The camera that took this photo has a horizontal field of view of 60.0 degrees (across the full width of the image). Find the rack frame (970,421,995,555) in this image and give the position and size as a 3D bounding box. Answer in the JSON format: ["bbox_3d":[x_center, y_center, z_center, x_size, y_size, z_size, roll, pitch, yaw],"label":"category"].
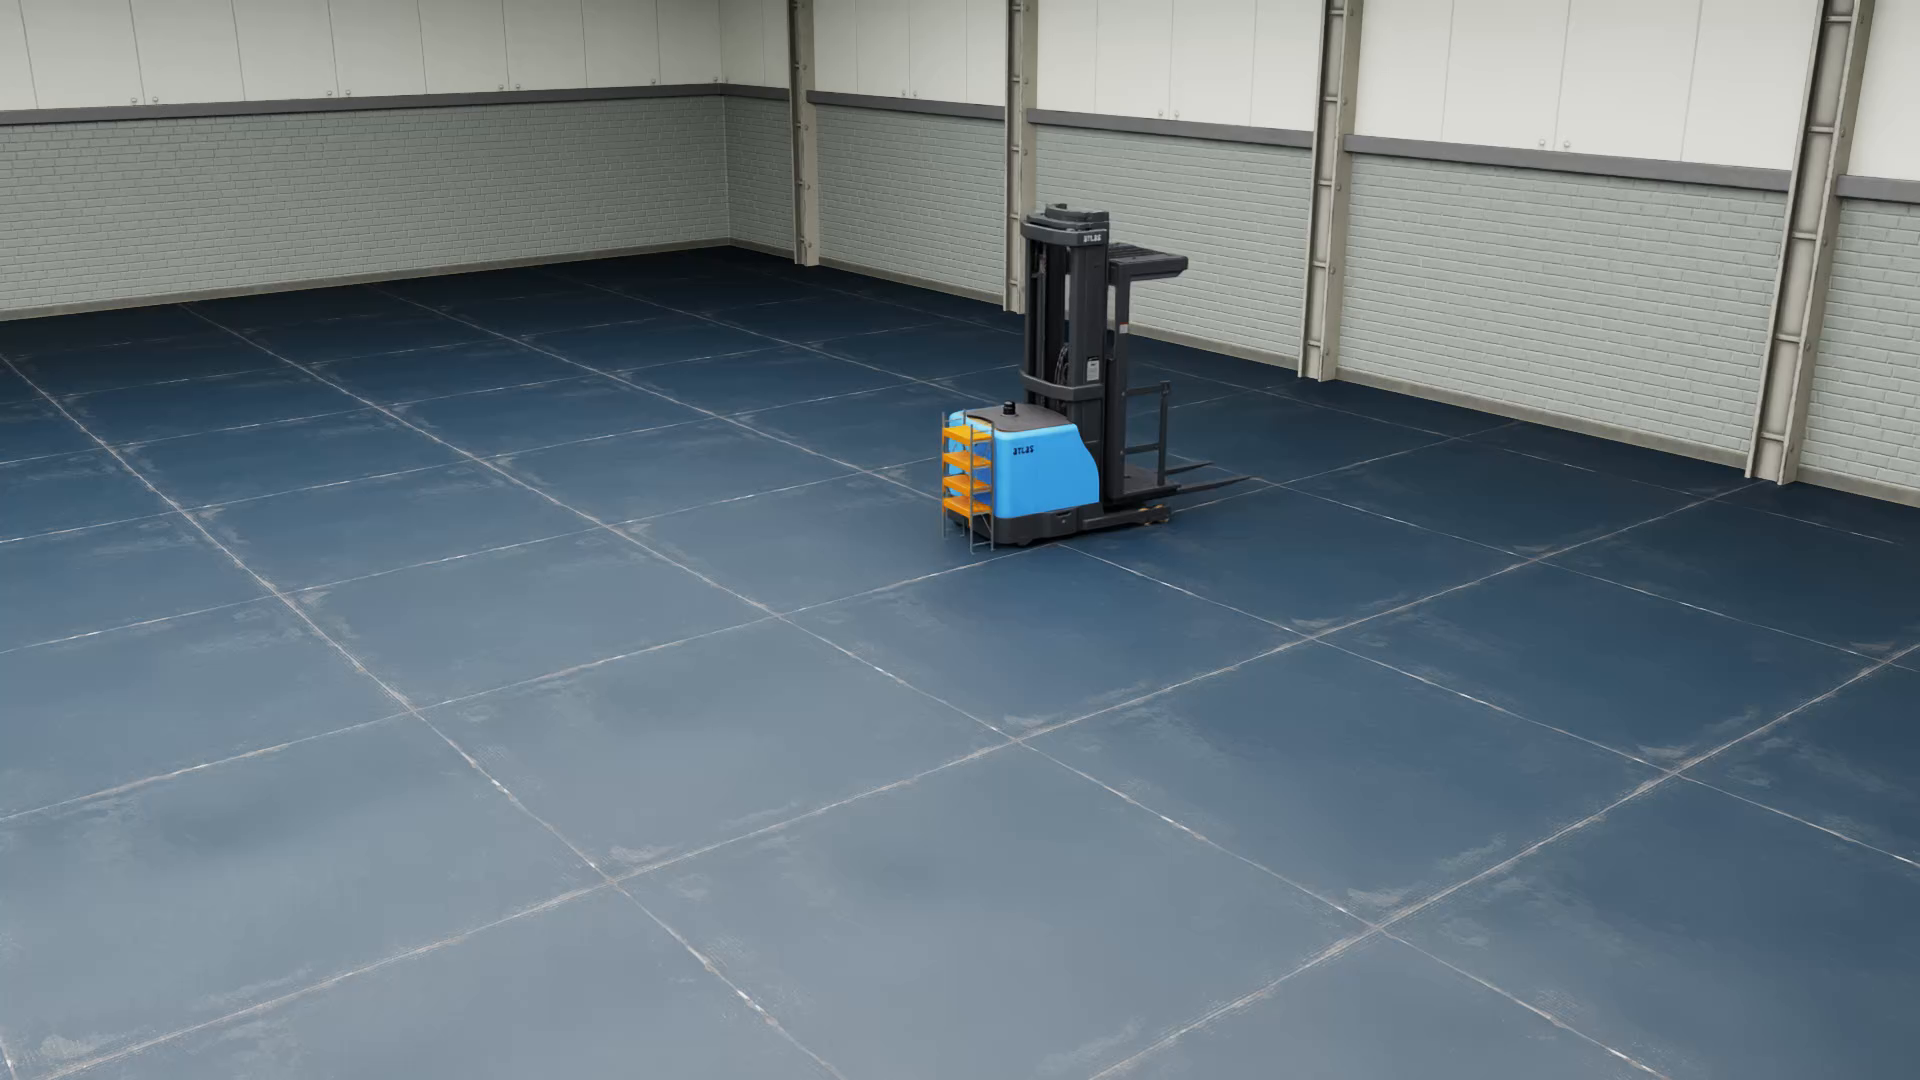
[{"bbox_3d":[0.196,-0.458,14.725,0.240,1.200,0.015,-11,21,-29],"label":"rack frame"}]

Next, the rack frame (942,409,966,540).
[{"bbox_3d":[-0.054,-0.590,15.123,0.240,1.200,0.015,-11,21,-29],"label":"rack frame"}]

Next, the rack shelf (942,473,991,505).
[{"bbox_3d":[0.071,-0.460,14.945,0.258,0.148,0.480,-11,21,-29],"label":"rack shelf"}]

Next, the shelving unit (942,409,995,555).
[{"bbox_3d":[0.071,-0.524,14.924,0.258,1.200,0.503,-11,21,-29],"label":"shelving unit"}]

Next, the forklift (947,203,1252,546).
[{"bbox_3d":[1.415,-1.656,15.589,3.031,2.935,1.130,-10,21,-29],"label":"forklift"}]

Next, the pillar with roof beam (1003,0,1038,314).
[{"bbox_3d":[-2.454,-7.026,22.152,9.100,9.000,0.400,-14,23,-36],"label":"pillar with roof beam"}]

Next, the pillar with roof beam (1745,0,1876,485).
[{"bbox_3d":[4.996,-4.069,13.222,9.100,9.000,0.400,-14,23,-36],"label":"pillar with roof beam"}]

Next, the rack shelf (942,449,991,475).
[{"bbox_3d":[0.071,-0.673,14.875,0.258,0.148,0.480,-11,21,-29],"label":"rack shelf"}]

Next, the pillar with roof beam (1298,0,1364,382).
[{"bbox_3d":[1.271,-5.547,17.687,9.100,9.000,0.400,-14,23,-36],"label":"pillar with roof beam"}]

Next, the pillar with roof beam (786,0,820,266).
[{"bbox_3d":[-6.180,-8.504,26.617,9.100,9.000,0.400,-14,23,-36],"label":"pillar with roof beam"}]

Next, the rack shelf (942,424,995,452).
[{"bbox_3d":[0.072,-0.897,14.801,0.258,0.148,0.480,-11,21,-29],"label":"rack shelf"}]

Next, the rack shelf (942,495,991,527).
[{"bbox_3d":[0.071,-0.272,15.007,0.258,0.148,0.480,-11,21,-29],"label":"rack shelf"}]
